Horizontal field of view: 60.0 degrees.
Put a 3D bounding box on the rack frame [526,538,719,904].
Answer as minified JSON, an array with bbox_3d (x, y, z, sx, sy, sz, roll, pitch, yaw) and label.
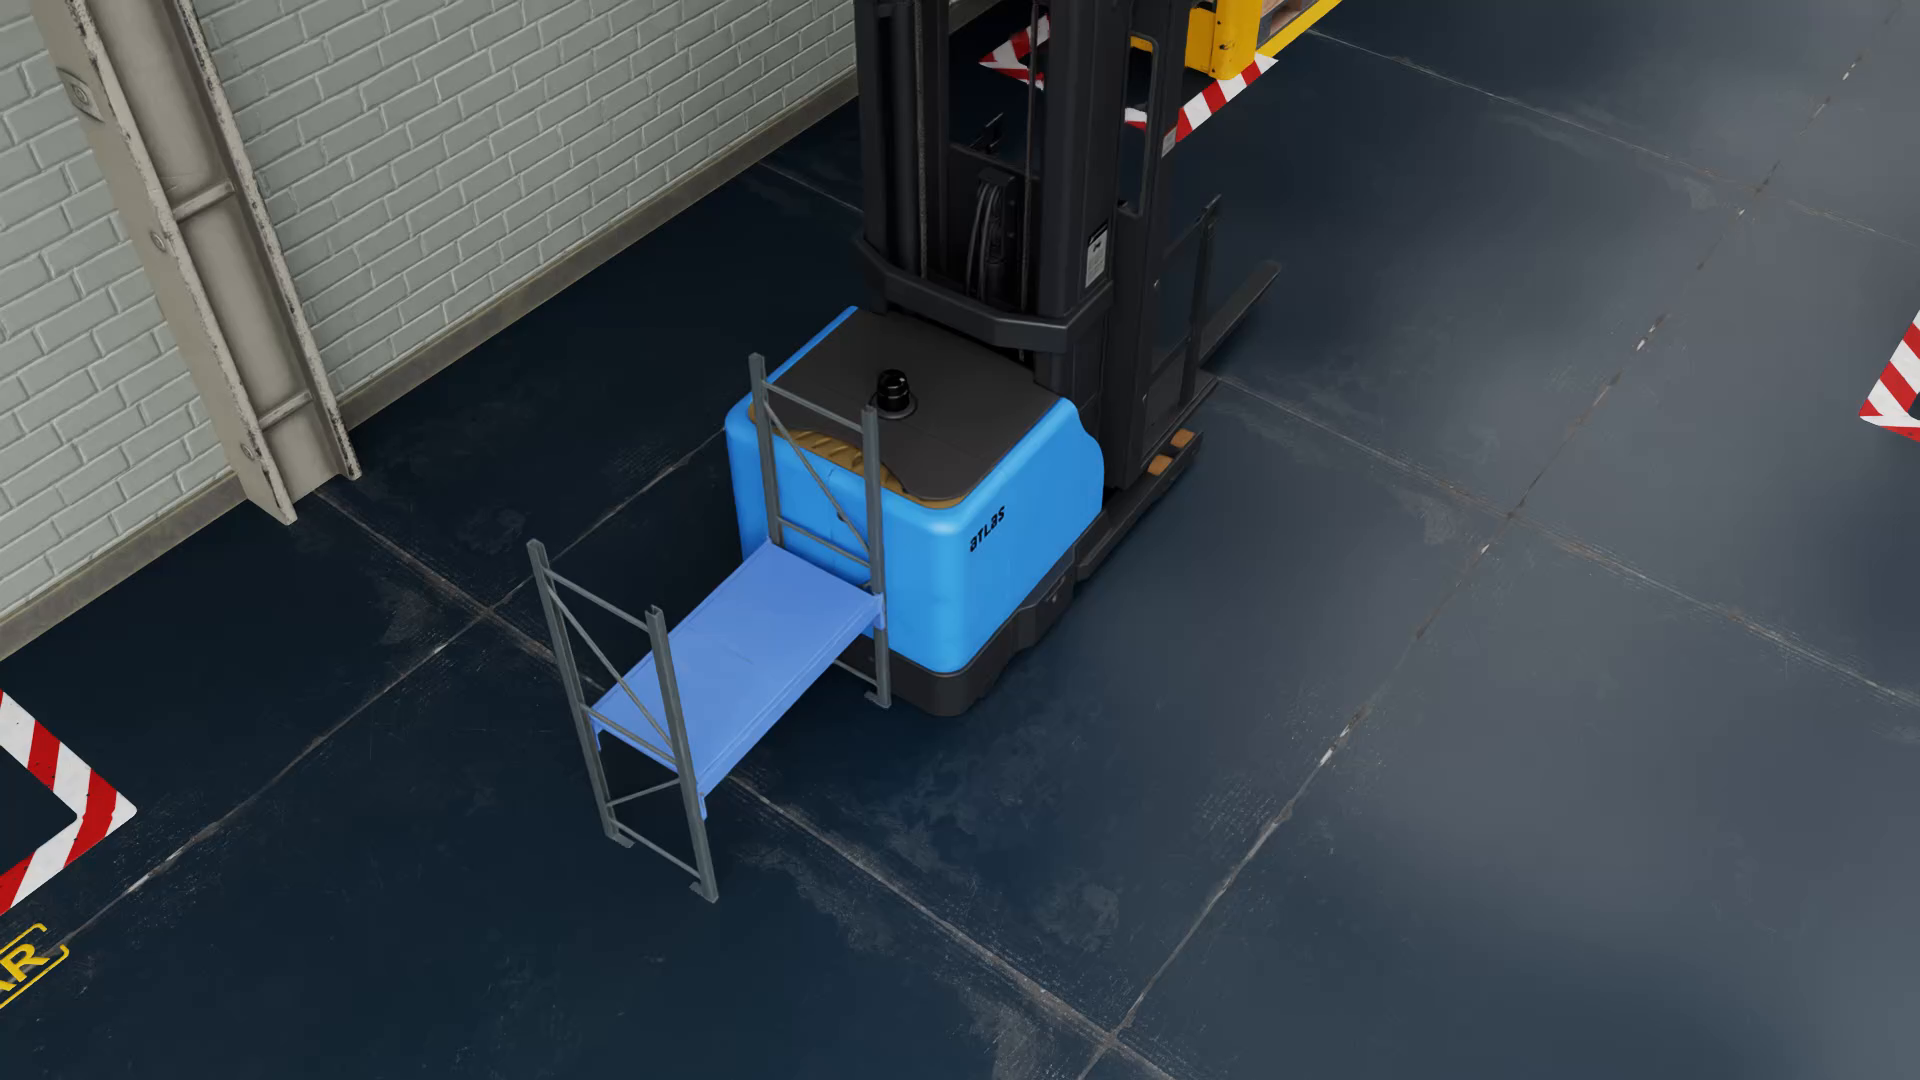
[{"bbox_3d":[-1.046,0.623,5.283,0.500,1.500,0.032,26,52,23],"label":"rack frame"}]

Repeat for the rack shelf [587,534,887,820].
[{"bbox_3d":[-0.761,0.443,5.703,0.538,0.185,1.000,26,52,23],"label":"rack shelf"}]

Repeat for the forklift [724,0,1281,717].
[{"bbox_3d":[0.393,-1.393,6.218,1.130,2.935,3.031,26,52,23],"label":"forklift"}]

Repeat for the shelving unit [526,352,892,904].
[{"bbox_3d":[-0.761,0.318,5.573,0.538,1.500,1.048,26,52,23],"label":"shelving unit"}]

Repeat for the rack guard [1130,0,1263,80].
[{"bbox_3d":[1.150,-3.107,9.537,1.175,0.500,0.348,29,53,25],"label":"rack guard"}]

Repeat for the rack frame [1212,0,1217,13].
[{"bbox_3d":[1.104,-3.927,8.592,1.000,3.000,0.127,29,53,25],"label":"rack frame"}]

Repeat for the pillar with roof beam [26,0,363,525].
[{"bbox_3d":[0.585,-1.446,2.073,9.100,9.000,0.400,29,53,25],"label":"pillar with roof beam"}]

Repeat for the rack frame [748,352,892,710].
[{"bbox_3d":[-0.475,0.014,5.864,0.500,1.500,0.032,26,52,23],"label":"rack frame"}]

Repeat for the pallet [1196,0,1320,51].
[{"bbox_3d":[1.675,-3.457,10.071,1.003,0.211,1.213,29,53,25],"label":"pallet"}]
